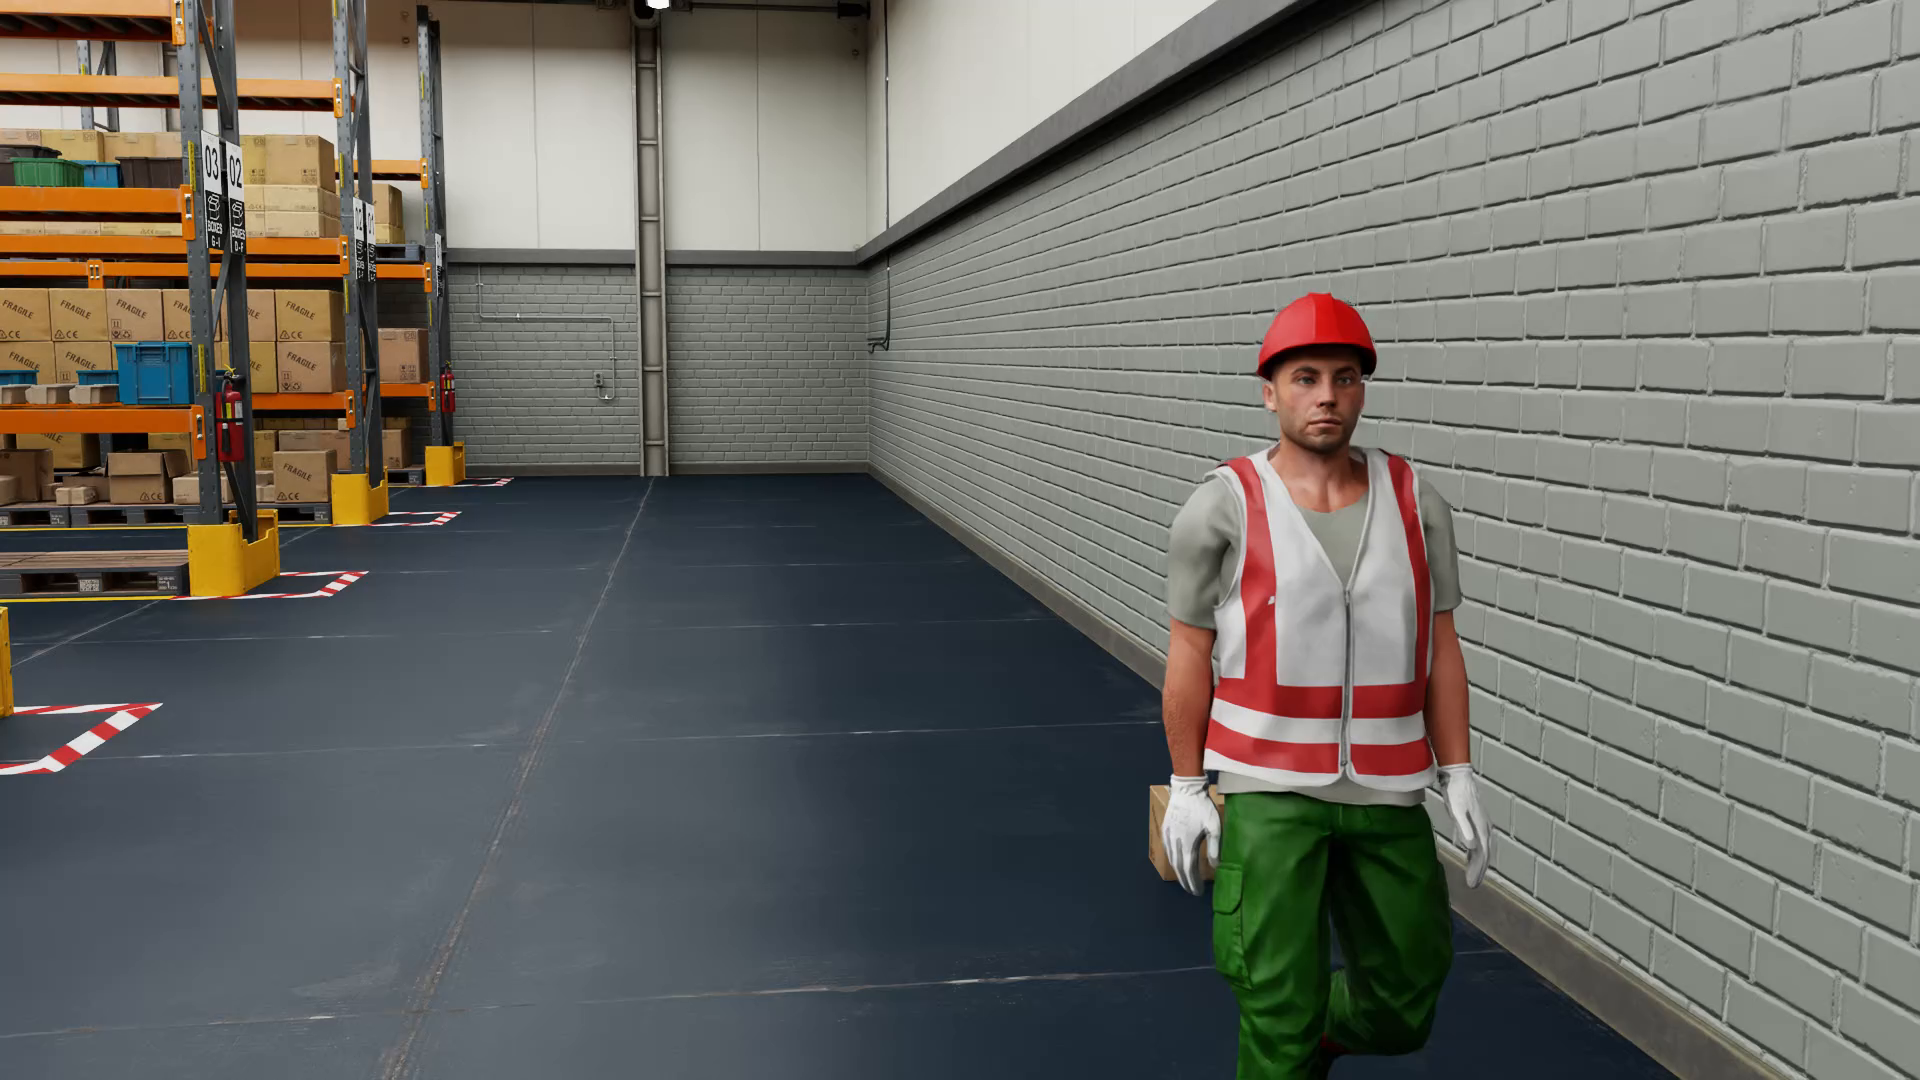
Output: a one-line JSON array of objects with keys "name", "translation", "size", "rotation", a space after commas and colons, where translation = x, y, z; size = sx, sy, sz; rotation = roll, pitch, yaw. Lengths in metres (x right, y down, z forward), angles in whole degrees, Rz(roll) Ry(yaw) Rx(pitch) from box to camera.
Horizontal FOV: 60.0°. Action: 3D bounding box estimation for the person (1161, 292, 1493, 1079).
[{"name": "person", "translation": [0.652, 0.448, 3.012], "size": [0.567, 1.775, 0.806], "rotation": [-1, 6, -7]}]
